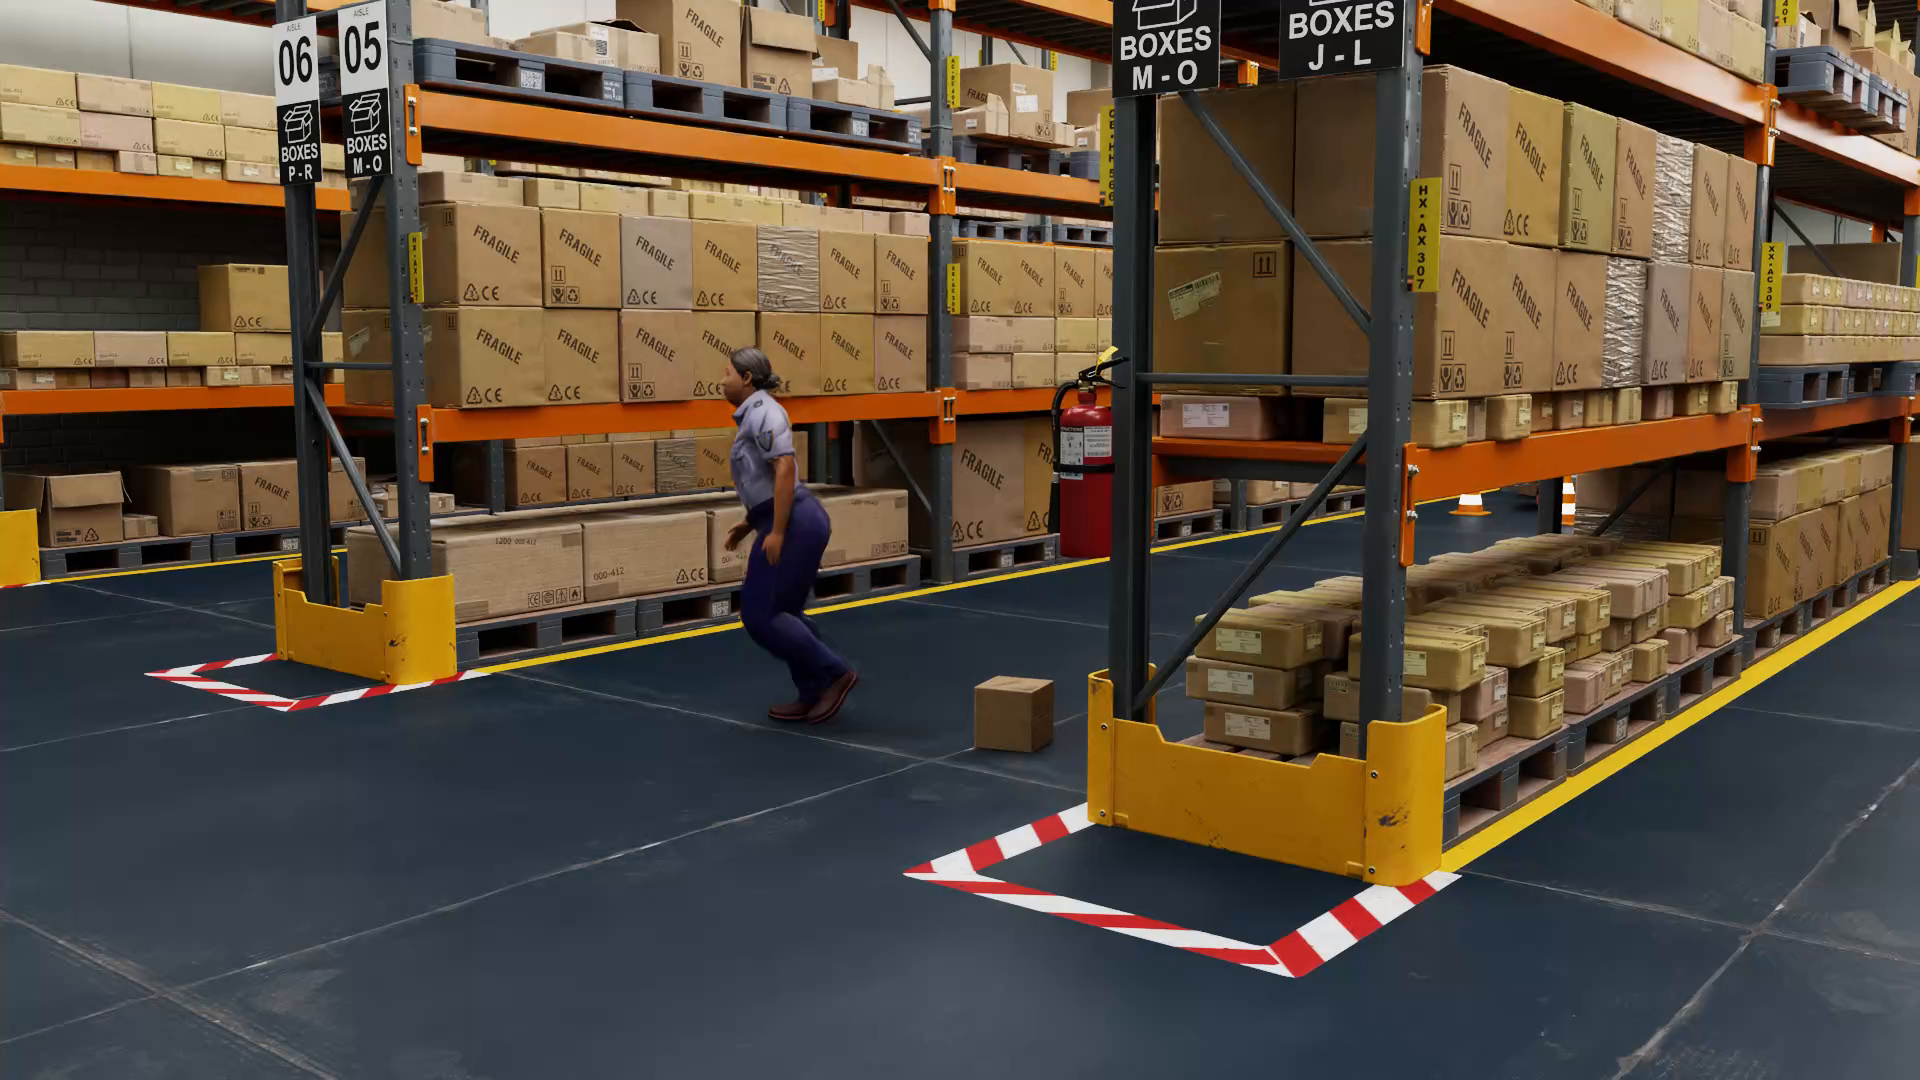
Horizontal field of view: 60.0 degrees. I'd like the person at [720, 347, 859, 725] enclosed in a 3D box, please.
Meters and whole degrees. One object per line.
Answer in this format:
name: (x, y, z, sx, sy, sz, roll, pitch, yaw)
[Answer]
person: (-0.724, -0.017, 7.082, 0.585, 1.599, 0.542, 0, 7, -2)
